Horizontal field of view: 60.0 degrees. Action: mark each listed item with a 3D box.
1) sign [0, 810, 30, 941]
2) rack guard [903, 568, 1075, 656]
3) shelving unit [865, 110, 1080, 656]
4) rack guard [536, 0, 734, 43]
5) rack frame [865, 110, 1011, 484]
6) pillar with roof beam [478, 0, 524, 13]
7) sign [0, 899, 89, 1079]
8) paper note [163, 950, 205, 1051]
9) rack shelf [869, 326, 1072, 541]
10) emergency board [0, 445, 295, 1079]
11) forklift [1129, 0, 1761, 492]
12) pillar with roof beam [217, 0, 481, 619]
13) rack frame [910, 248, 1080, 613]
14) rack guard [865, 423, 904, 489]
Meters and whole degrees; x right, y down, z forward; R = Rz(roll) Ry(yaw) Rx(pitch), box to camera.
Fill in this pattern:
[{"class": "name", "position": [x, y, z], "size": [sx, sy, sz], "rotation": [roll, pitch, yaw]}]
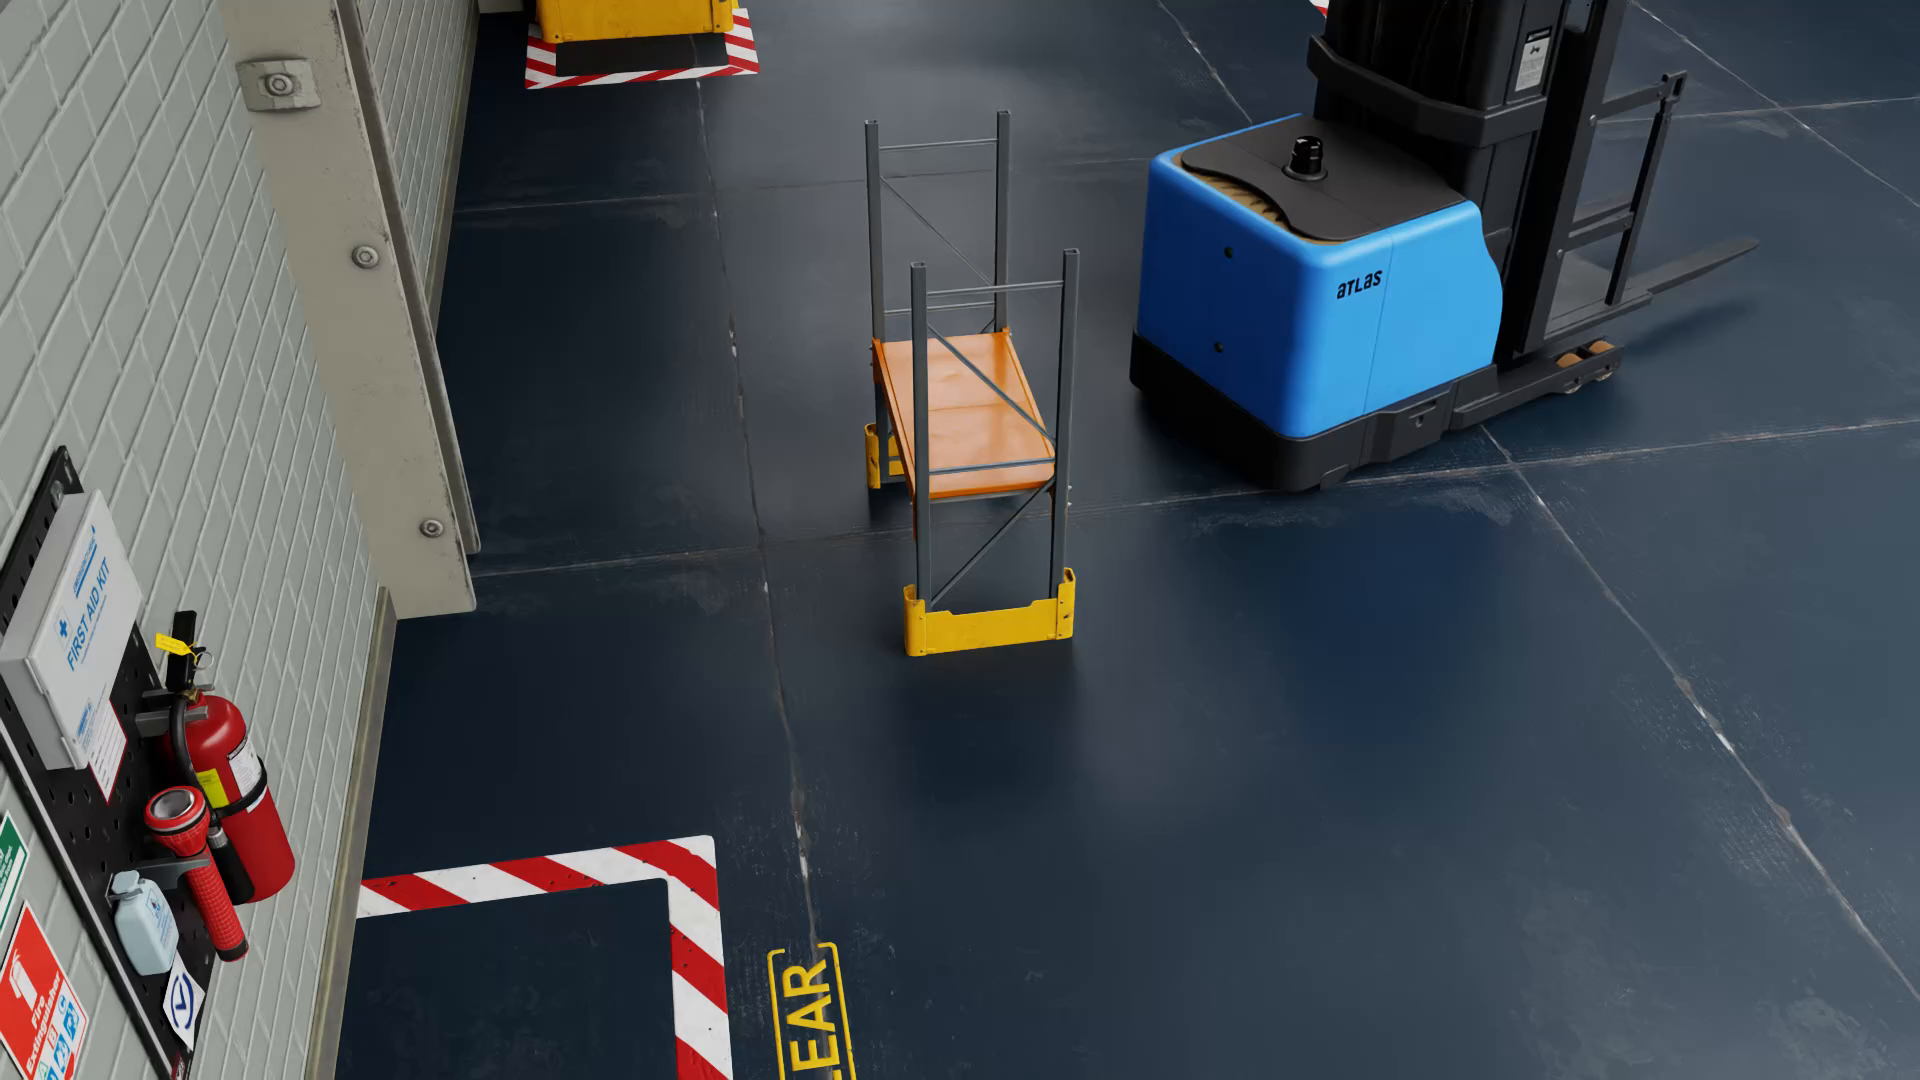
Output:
[{"class": "sign", "position": [-1.515, 0.578, 2.600], "size": [0.001, 0.109, 0.331], "rotation": [-6, 38, -8]}, {"class": "rack guard", "position": [0.101, 0.248, 5.727], "size": [0.587, 0.250, 0.087], "rotation": [-6, 38, -8]}, {"class": "shelving unit", "position": [0.013, -0.546, 5.731], "size": [0.587, 1.500, 1.083], "rotation": [-6, 38, -8]}, {"class": "rack guard", "position": [-2.005, -3.389, 10.205], "size": [1.175, 0.500, 0.348], "rotation": [-6, 38, -8]}, {"class": "rack frame", "position": [-0.074, -0.848, 6.119], "size": [0.500, 1.500, 0.032], "rotation": [-6, 38, -8]}, {"class": "pillar with roof beam", "position": [1.273, -7.493, 8.559], "size": [9.100, 9.000, 0.400], "rotation": [-6, 38, -8]}, {"class": "sign", "position": [-1.523, 0.791, 2.757], "size": [0.001, 0.329, 0.234], "rotation": [-6, 38, -8]}, {"class": "paper note", "position": [-1.555, 0.923, 3.336], "size": [0.016, 0.148, 0.142], "rotation": [-6, 38, -8]}, {"class": "rack shelf", "position": [0.015, -0.399, 5.834], "size": [0.538, 0.185, 1.000], "rotation": [-6, 38, -8]}, {"class": "emergency board", "position": [-1.518, 0.460, 3.212], "size": [0.194, 1.169, 0.643], "rotation": [-6, 38, -8]}, {"class": "forklift", "position": [2.233, -2.030, 6.474], "size": [3.031, 2.935, 1.130], "rotation": [-21, 43, -25]}, {"class": "pillar with roof beam", "position": [2.324, -3.868, 3.895], "size": [9.100, 9.000, 0.400], "rotation": [-6, 38, -8]}, {"class": "rack frame", "position": [0.104, -0.234, 5.328], "size": [0.500, 1.500, 0.032], "rotation": [-6, 38, -8]}, {"class": "rack guard", "position": [-0.074, -0.353, 6.501], "size": [0.587, 0.250, 0.087], "rotation": [-6, 38, -8]}]
